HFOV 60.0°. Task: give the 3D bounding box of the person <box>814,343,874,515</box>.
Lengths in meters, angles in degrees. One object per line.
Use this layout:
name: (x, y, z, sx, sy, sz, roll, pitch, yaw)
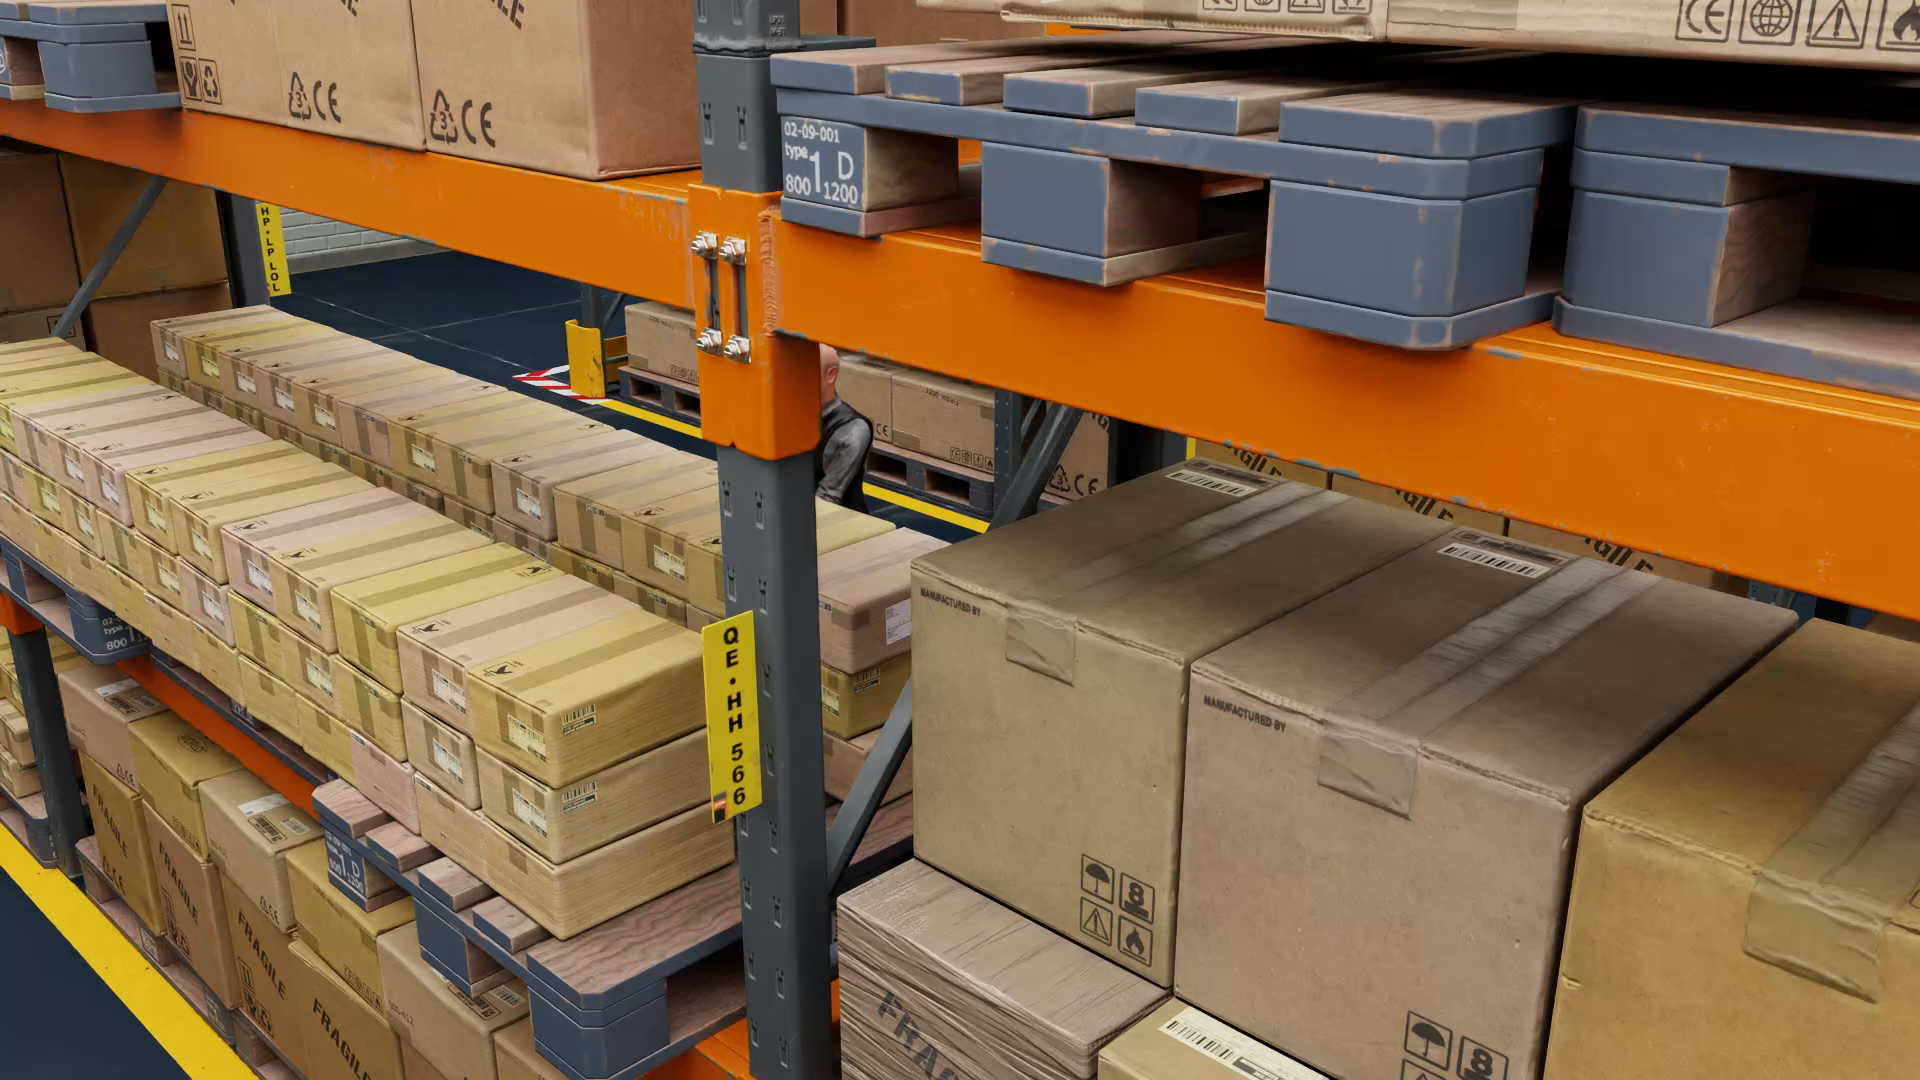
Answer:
person: (-0.605, 0.084, 6.397, 0.495, 1.721, 0.560, 18, 27, 40)
